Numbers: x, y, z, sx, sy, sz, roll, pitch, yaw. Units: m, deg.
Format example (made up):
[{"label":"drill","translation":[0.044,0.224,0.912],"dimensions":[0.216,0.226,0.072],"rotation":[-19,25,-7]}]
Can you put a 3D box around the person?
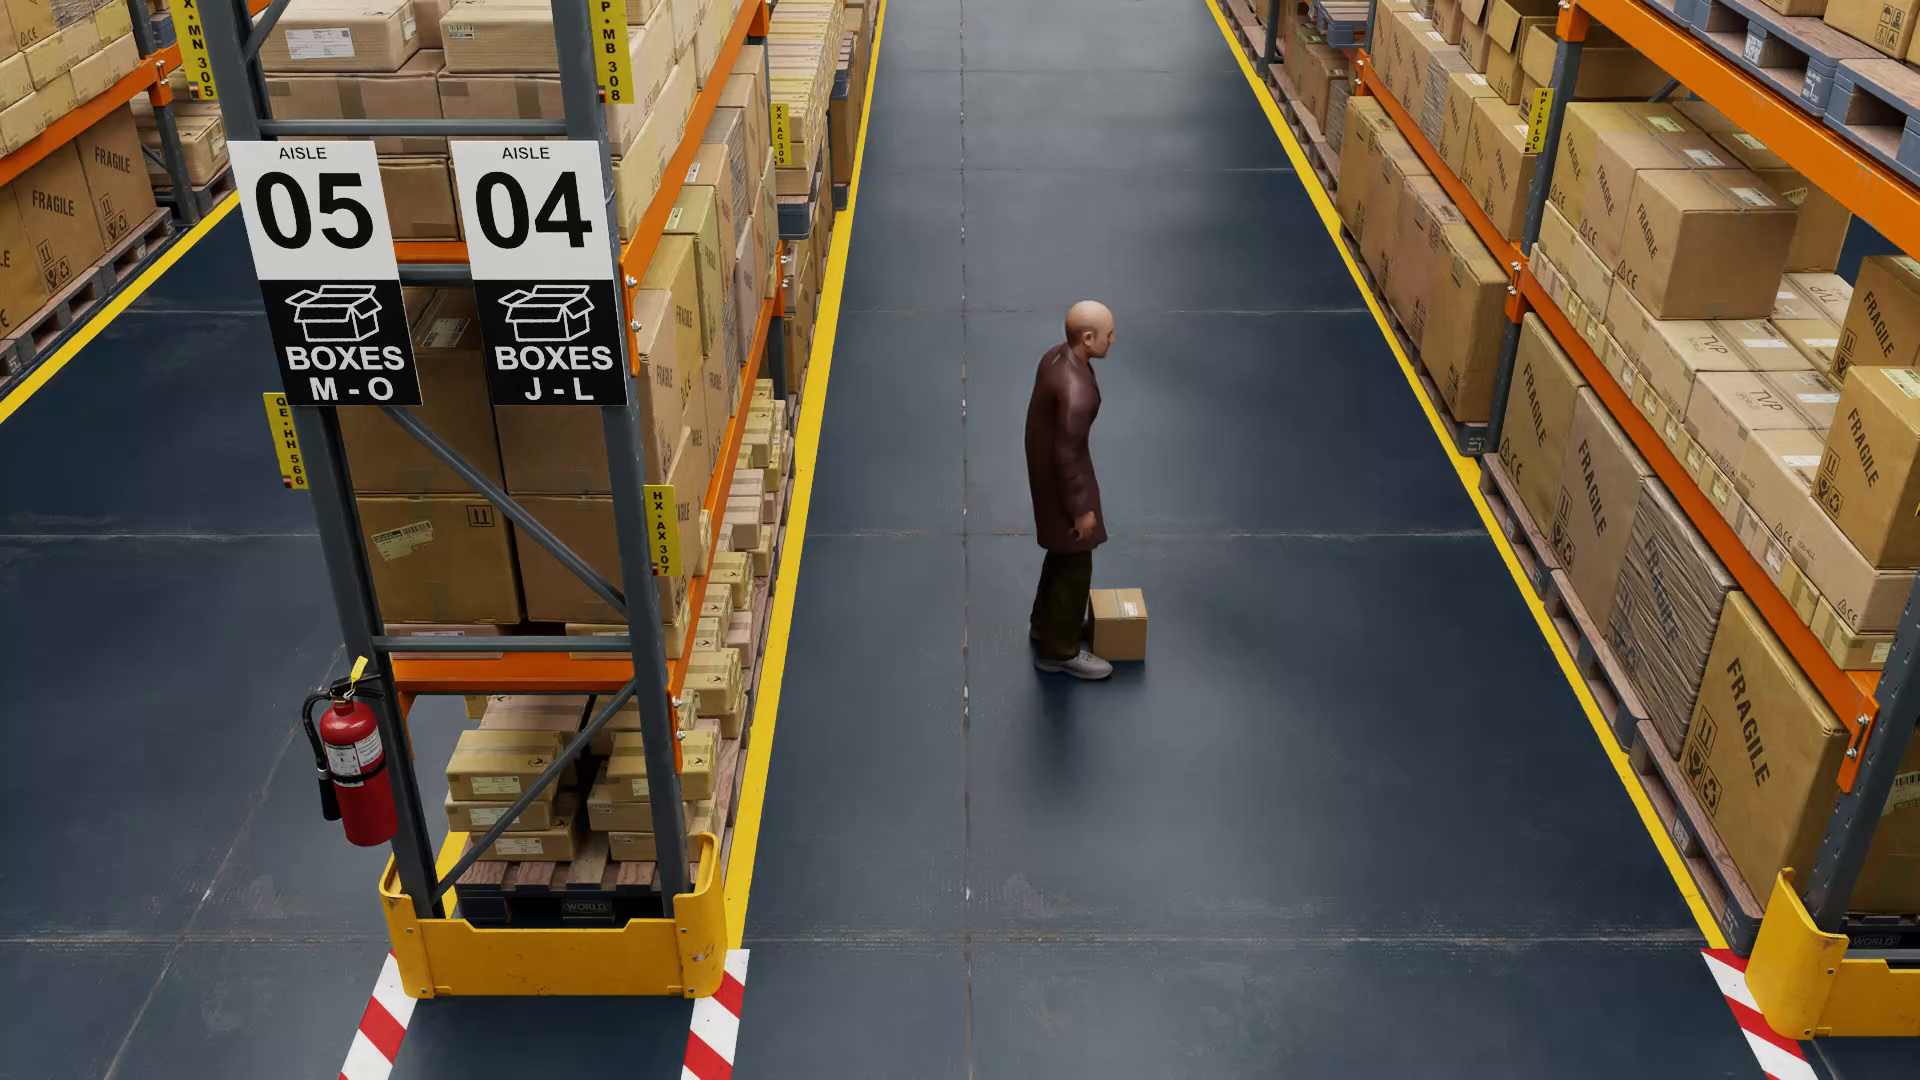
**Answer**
[{"label":"person","translation":[0.502,-0.246,7.556],"dimensions":[0.418,1.774,0.649],"rotation":[-1,31,-1]}]
